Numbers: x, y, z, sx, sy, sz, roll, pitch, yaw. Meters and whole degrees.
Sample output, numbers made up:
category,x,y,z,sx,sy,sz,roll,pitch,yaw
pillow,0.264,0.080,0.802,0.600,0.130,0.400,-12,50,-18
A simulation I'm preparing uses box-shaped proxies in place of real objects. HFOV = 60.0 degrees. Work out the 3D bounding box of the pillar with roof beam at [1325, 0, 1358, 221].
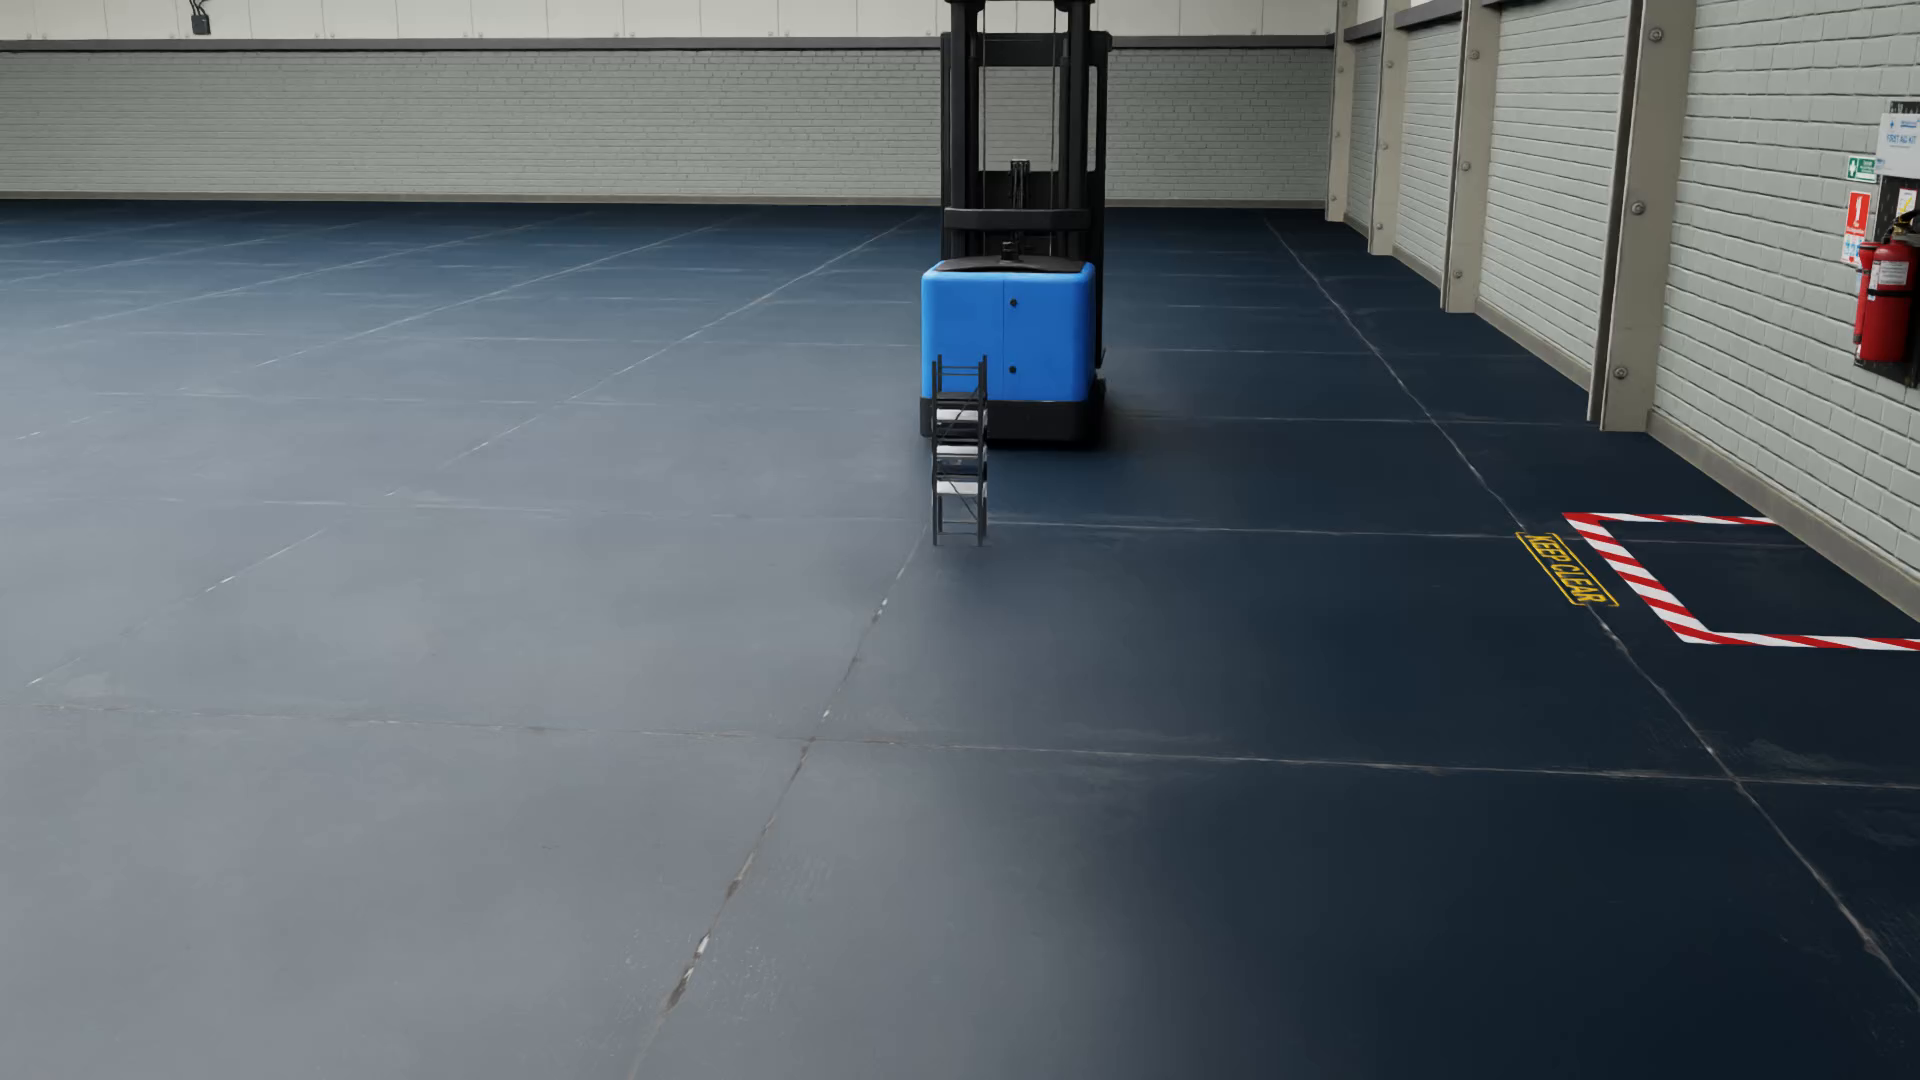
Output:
category,x,y,z,sx,sy,sz,roll,pitch,yaw
pillar with roof beam,2.087,-9.892,27.507,9.100,9.000,0.400,2,15,6

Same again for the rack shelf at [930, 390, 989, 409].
category,x,y,z,sx,sy,sz,roll,pitch,yaw
rack shelf,-0.001,-0.661,7.975,0.258,0.077,0.200,2,15,6

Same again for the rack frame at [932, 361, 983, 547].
category,x,y,z,sx,sy,sz,roll,pitch,yaw
rack frame,-0.012,-0.406,7.939,0.240,0.900,0.006,2,15,6

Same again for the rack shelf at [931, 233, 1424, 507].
category,x,y,z,sx,sy,sz,roll,pitch,yaw
rack shelf,3.807,-2.417,16.573,6.000,0.276,18.464,2,15,6

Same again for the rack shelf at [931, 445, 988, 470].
category,x,y,z,sx,sy,sz,roll,pitch,yaw
rack shelf,-0.001,-0.400,8.046,0.258,0.077,0.200,2,15,6

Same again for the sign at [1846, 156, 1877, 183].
category,x,y,z,sx,sy,sz,roll,pitch,yaw
sign,4.129,-1.697,7.609,0.001,0.109,0.331,2,15,6

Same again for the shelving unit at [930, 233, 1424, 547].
category,x,y,z,sx,sy,sz,roll,pitch,yaw
shelving unit,3.807,-2.718,16.489,6.000,0.900,18.469,2,15,6

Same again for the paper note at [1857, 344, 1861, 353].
category,x,y,z,sx,sy,sz,roll,pitch,yaw
paper note,4.062,-0.903,7.444,0.016,0.148,0.142,2,15,6

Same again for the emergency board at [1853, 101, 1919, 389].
category,x,y,z,sx,sy,sz,roll,pitch,yaw
emergency board,3.973,-1.285,7.167,0.194,1.169,0.643,2,15,6

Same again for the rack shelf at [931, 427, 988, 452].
category,x,y,z,sx,sy,sz,roll,pitch,yaw
rack shelf,-0.001,-0.487,8.022,0.258,0.077,0.200,2,15,6

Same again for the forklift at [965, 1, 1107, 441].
category,x,y,z,sx,sy,sz,roll,pitch,yaw
forklift,0.451,-2.355,11.257,1.121,2.935,3.031,2,15,7

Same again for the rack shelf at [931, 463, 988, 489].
category,x,y,z,sx,sy,sz,roll,pitch,yaw
rack shelf,-0.001,-0.313,8.069,0.258,0.077,0.200,2,15,6
